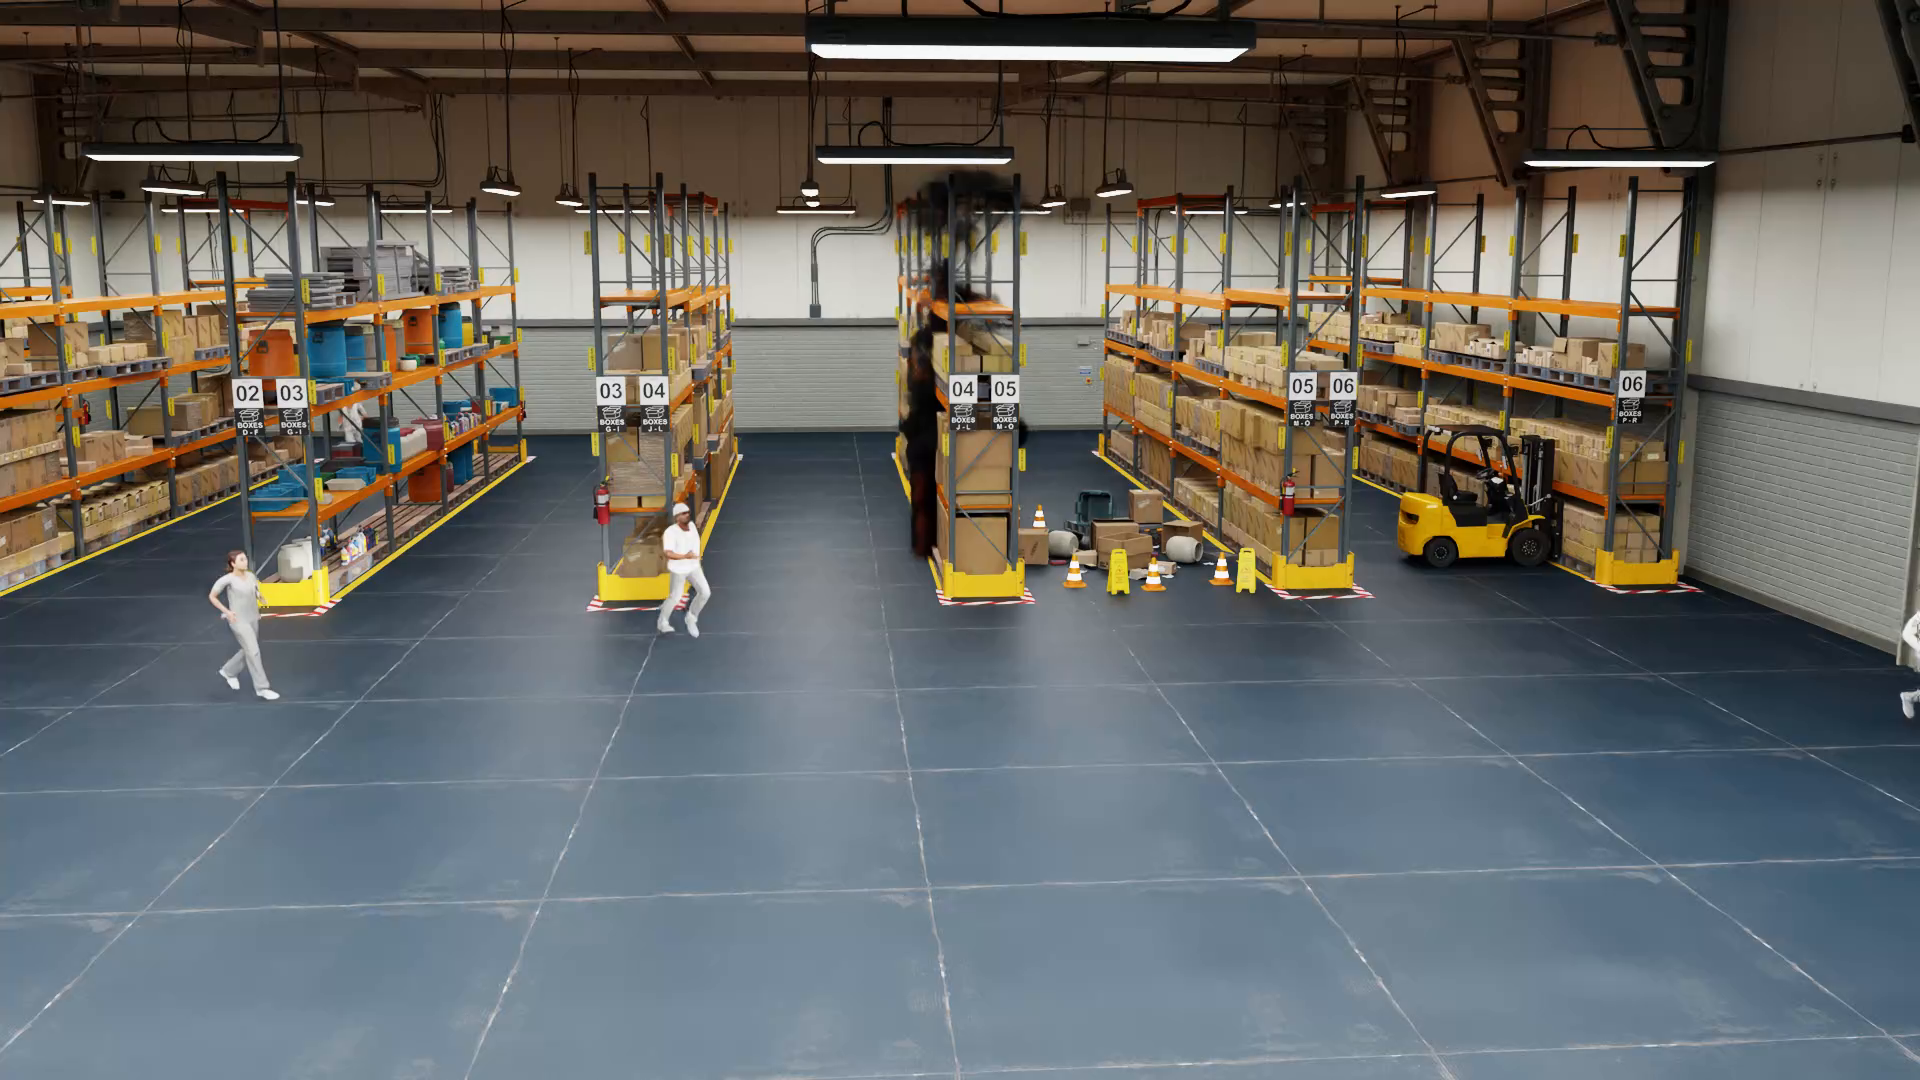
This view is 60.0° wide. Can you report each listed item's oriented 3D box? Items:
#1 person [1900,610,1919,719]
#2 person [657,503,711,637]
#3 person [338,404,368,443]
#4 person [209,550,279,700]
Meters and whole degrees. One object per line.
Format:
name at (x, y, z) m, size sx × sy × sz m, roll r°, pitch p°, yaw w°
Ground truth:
person at (9.941, 1.232, 17.022) m, size 0.618 × 1.677 × 0.686 m, roll -3°, pitch 11°, yaw -19°
person at (-3.535, 0.385, 21.413) m, size 0.858 × 1.761 × 0.719 m, roll 9°, pitch 13°, yaw 40°
person at (-13.727, -2.473, 37.633) m, size 0.675 × 1.752 × 0.860 m, roll -2°, pitch 10°, yaw -12°
person at (-8.001, 0.925, 18.553) m, size 0.874 × 1.667 × 0.569 m, roll 4°, pitch 11°, yaw 20°
